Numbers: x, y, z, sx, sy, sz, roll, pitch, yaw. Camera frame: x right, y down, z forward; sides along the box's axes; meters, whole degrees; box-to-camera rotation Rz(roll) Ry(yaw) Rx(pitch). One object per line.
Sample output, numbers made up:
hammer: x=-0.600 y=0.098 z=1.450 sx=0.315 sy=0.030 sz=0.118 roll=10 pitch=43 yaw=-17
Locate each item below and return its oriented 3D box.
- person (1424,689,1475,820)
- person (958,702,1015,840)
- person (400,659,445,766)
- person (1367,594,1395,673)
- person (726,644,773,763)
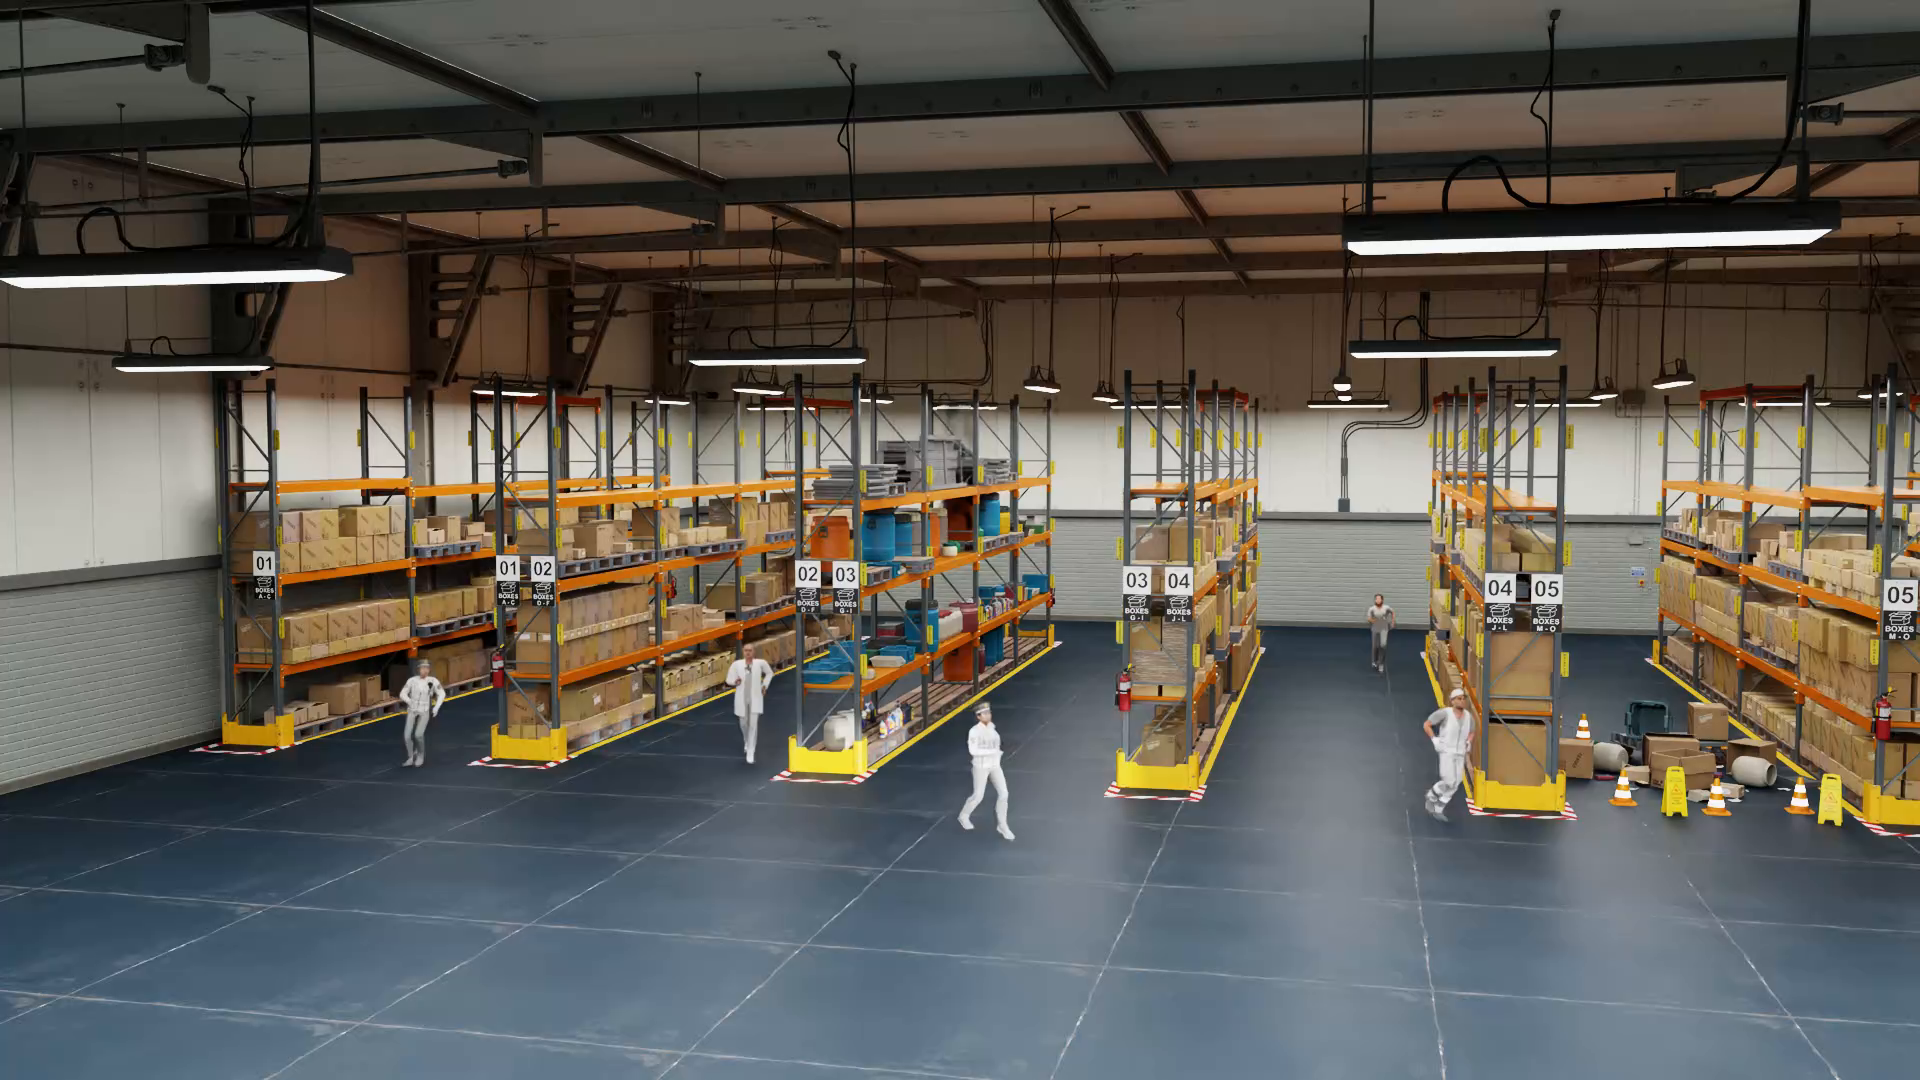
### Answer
person: x=6.496 y=2.826 z=21.897 sx=0.660 sy=1.746 sz=0.552 roll=-1 pitch=4 yaw=-16
person: x=0.341 y=2.899 z=21.061 sx=0.618 sy=1.718 sz=0.862 roll=-3 pitch=5 yaw=-41
person: x=-8.310 y=2.657 z=25.616 sx=0.635 sy=1.652 sz=0.555 roll=0 pitch=3 yaw=-1
person: x=9.115 y=2.008 z=36.049 sx=0.572 sy=1.696 sz=0.876 roll=1 pitch=4 yaw=17
person: x=-3.308 y=2.560 z=26.058 sx=0.708 sy=1.697 sz=1.000 roll=0 pitch=3 yaw=1
